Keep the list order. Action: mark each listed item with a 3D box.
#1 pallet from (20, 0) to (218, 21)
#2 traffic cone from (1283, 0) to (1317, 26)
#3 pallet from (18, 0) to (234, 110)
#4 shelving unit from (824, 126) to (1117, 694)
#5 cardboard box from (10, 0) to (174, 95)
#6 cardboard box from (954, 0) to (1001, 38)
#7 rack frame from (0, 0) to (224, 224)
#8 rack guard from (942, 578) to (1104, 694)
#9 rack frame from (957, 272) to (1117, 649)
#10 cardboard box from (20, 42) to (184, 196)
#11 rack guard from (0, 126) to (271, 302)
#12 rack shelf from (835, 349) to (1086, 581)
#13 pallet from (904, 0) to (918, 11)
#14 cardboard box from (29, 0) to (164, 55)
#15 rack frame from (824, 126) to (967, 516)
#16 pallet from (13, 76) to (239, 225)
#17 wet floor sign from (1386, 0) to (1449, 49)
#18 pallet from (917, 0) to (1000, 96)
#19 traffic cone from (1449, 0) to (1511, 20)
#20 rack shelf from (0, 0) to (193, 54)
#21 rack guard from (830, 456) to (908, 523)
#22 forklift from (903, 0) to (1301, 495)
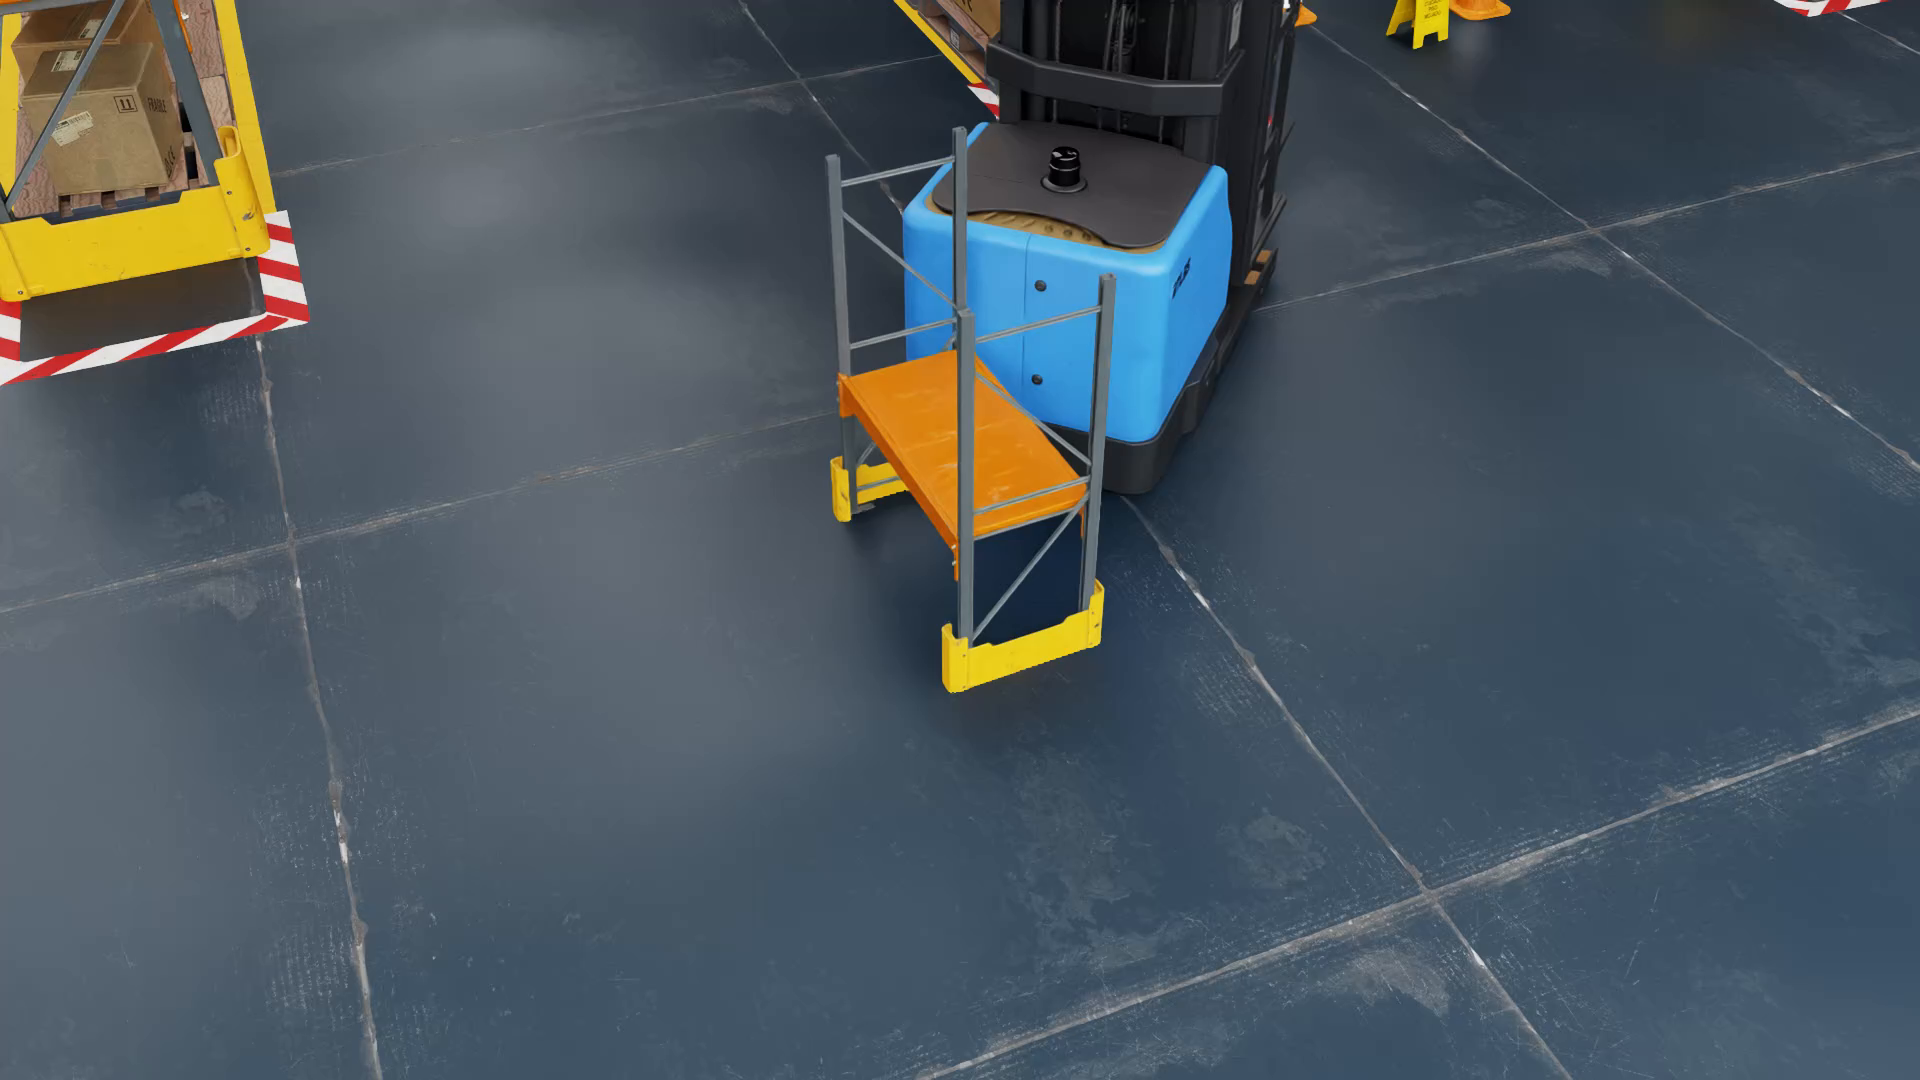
[{"bbox_3d":[-5.056,-3.357,9.992,1.003,0.211,1.213,-15,43,-17],"label":"pallet"},{"bbox_3d":[1.915,-3.290,9.721,0.336,0.463,0.334,-15,43,-17],"label":"traffic cone"},{"bbox_3d":[-4.585,-2.621,9.136,1.003,0.211,1.213,-15,43,-17],"label":"pallet"},{"bbox_3d":[0.004,-0.442,5.614,0.587,1.500,1.083,-17,44,-19],"label":"shelving unit"},{"bbox_3d":[-4.299,-2.344,8.271,0.500,0.500,0.500,-5,41,-6],"label":"cardboard box"},{"bbox_3d":[0.486,-3.323,9.121,0.875,0.875,0.875,-15,43,-17],"label":"cardboard box"},{"bbox_3d":[-3.815,-2.401,6.741,1.000,3.000,0.127,-15,43,-17],"label":"rack frame"},{"bbox_3d":[0.216,0.326,5.680,0.587,0.250,0.087,-17,44,-19],"label":"rack guard"},{"bbox_3d":[0.224,-0.137,5.259,0.500,1.500,0.032,-17,44,-19],"label":"rack frame"},{"bbox_3d":[-4.038,-1.993,7.862,0.500,0.500,0.500,-8,41,-9],"label":"cardboard box"},{"bbox_3d":[-3.844,-1.499,7.610,1.175,0.500,0.348,-15,43,-17],"label":"rack guard"},{"bbox_3d":[0.008,-0.300,5.725,0.538,0.185,1.000,-17,44,-19],"label":"rack shelf"},{"bbox_3d":[-0.035,-3.716,10.409,1.003,0.211,1.213,-15,43,-17],"label":"pallet"},{"bbox_3d":[-4.521,-2.726,8.715,0.500,0.500,0.500,-11,42,-13],"label":"cardboard box"},{"bbox_3d":[-0.208,-0.737,5.957,0.500,1.500,0.032,-17,44,-19],"label":"rack frame"},{"bbox_3d":[-4.122,-1.888,8.283,1.003,0.211,1.213,-15,43,-17],"label":"pallet"},{"bbox_3d":[2.647,-3.161,9.431,0.267,0.644,0.232,-23,46,-24],"label":"wet floor sign"},{"bbox_3d":[0.428,-2.982,9.556,1.003,0.211,1.213,-15,43,-17],"label":"pallet"},{"bbox_3d":[3.089,-3.367,9.810,0.336,0.463,0.334,-15,43,-17],"label":"traffic cone"},{"bbox_3d":[-4.580,-3.333,8.377,1.077,0.370,4.000,-15,43,-17],"label":"rack shelf"},{"bbox_3d":[-0.207,-0.262,6.363,0.587,0.250,0.087,-17,44,-19],"label":"rack guard"},{"bbox_3d":[0.802,-2.251,6.619,1.130,2.935,3.031,15,43,17],"label":"forklift"}]
